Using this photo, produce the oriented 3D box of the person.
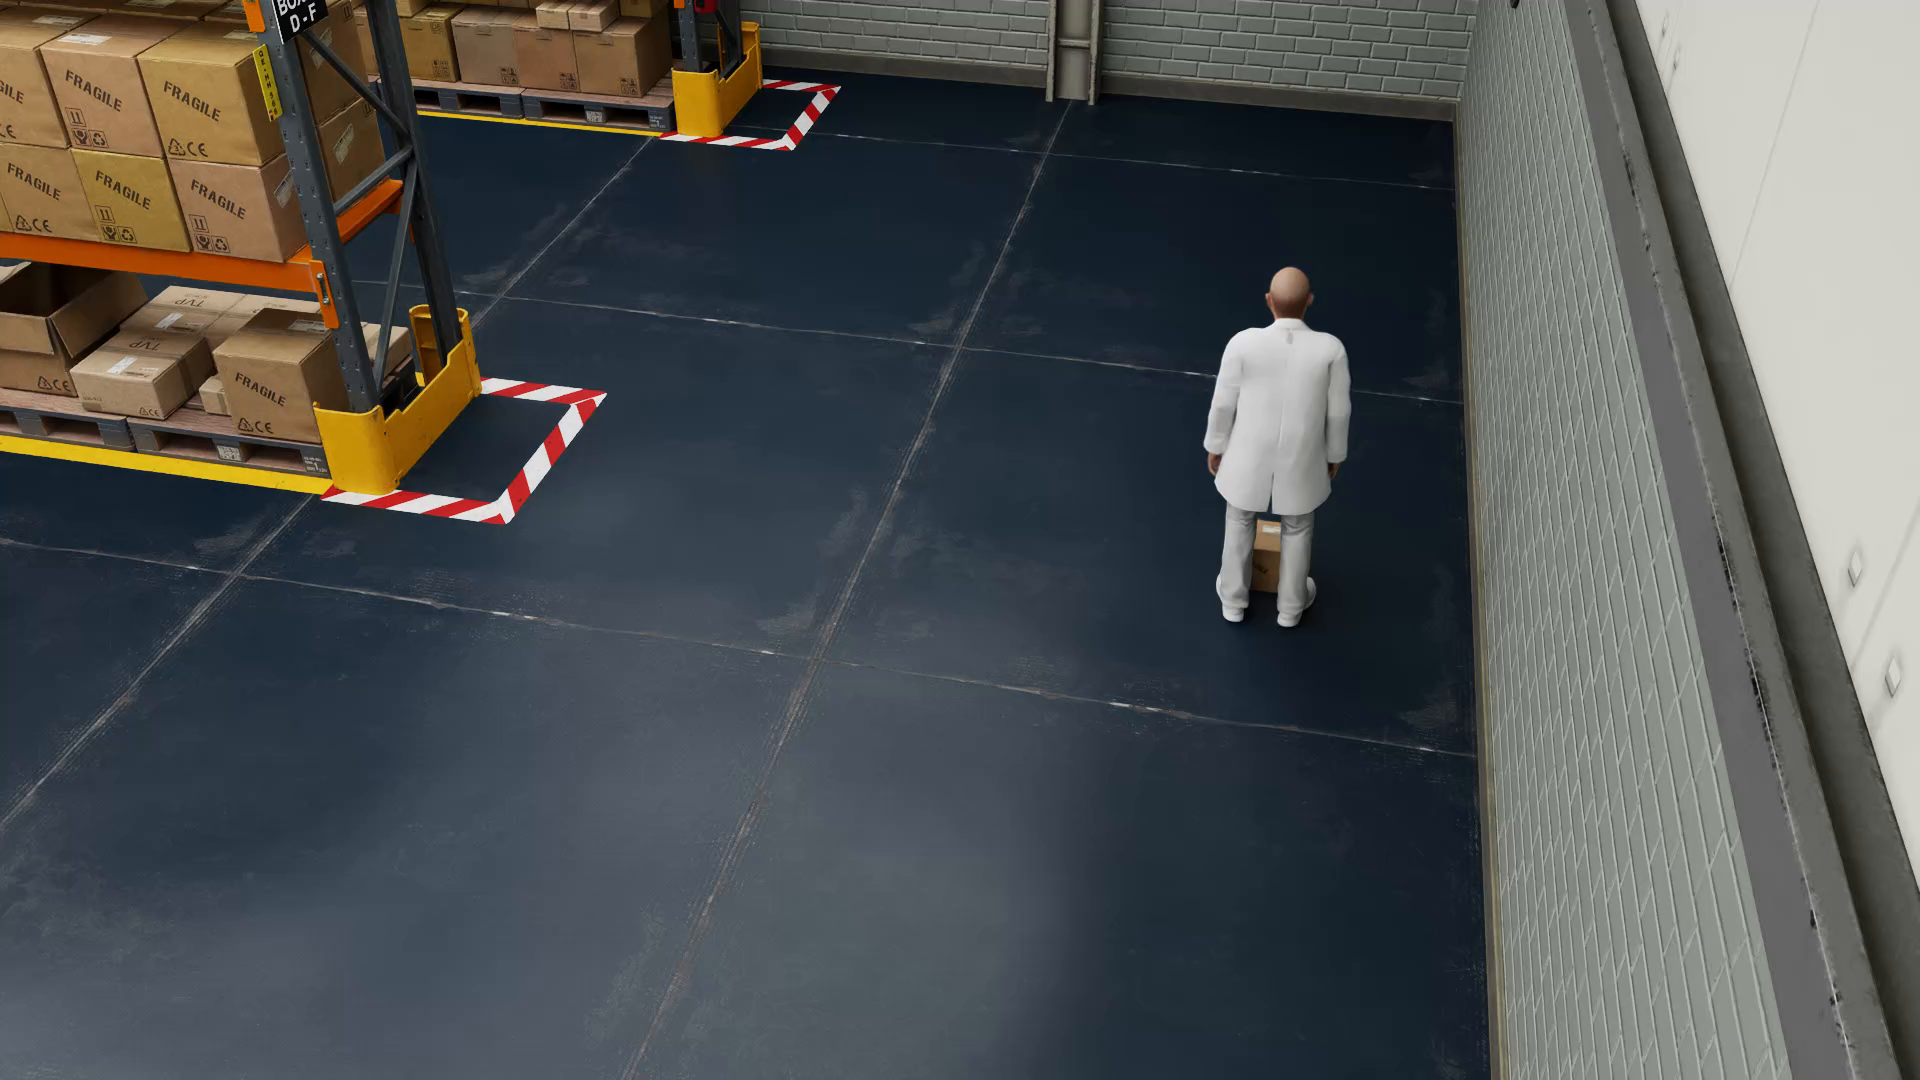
[{"bbox_3d":[1.423,-0.397,7.526,0.642,1.772,0.428,6,37,8],"label":"person"}]
